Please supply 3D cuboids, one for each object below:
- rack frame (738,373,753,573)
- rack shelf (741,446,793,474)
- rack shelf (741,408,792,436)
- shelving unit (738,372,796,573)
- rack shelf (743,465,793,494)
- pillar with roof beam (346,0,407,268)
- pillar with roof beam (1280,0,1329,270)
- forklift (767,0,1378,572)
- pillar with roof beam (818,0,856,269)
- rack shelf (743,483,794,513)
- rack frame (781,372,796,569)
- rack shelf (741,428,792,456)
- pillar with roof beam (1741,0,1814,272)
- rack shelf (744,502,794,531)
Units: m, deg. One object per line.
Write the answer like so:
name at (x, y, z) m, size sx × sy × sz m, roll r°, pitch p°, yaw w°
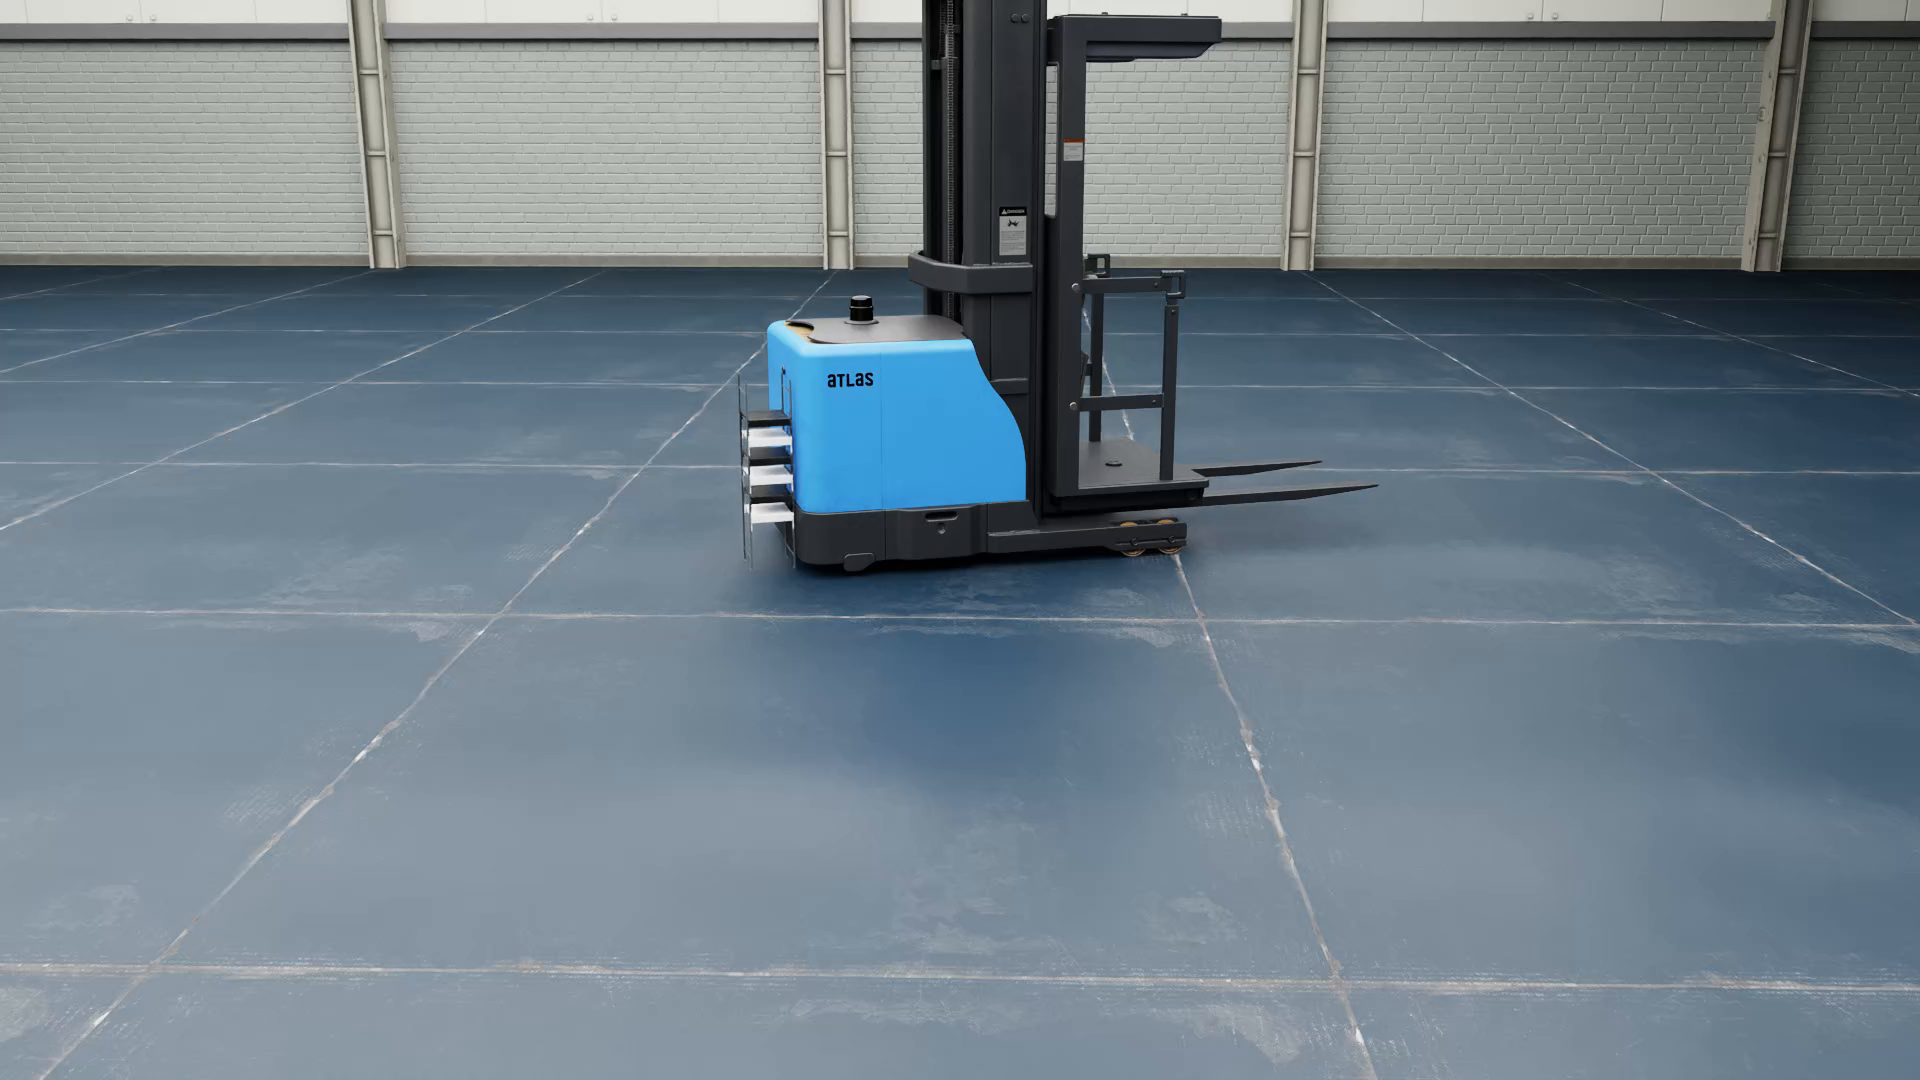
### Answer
rack frame at (-1.002, -0.312, 7.760) m, size 0.006 × 0.900 × 0.240 m, roll -4°, pitch 15°, yaw -15°
rack shelf at (-0.904, -0.374, 7.772) m, size 0.200 × 0.077 × 0.258 m, roll -4°, pitch 15°, yaw -15°
rack shelf at (-0.904, -0.548, 7.726) m, size 0.200 × 0.077 × 0.258 m, roll -4°, pitch 15°, yaw -15°
shelving unit at (-0.904, -0.319, 7.787) m, size 0.210 × 0.900 × 0.258 m, roll -4°, pitch 15°, yaw -15°
rack shelf at (-0.904, -0.287, 7.795) m, size 0.200 × 0.077 × 0.258 m, roll -4°, pitch 15°, yaw -15°
pillar with roof beam at (-7.695, -6.879, 16.772) m, size 0.400 × 9.000 × 9.100 m, roll 0°, pitch 15°, yaw 1°
pillar with roof beam at (4.302, -6.800, 16.475) m, size 0.400 × 9.000 × 9.100 m, roll 0°, pitch 15°, yaw 1°
forklift at (0.605, -1.461, 8.132) m, size 3.031 × 2.935 × 1.130 m, roll -4°, pitch 15°, yaw -15°
pillar with roof beam at (-1.697, -6.839, 16.623) m, size 0.400 × 9.000 × 9.100 m, roll 0°, pitch 15°, yaw 1°
rack shelf at (-0.904, -0.200, 7.818) m, size 0.200 × 0.077 × 0.258 m, roll -4°, pitch 15°, yaw -15°
rack frame at (-0.807, -0.327, 7.814) m, size 0.006 × 0.900 × 0.240 m, roll -4°, pitch 15°, yaw -15°
rack shelf at (-0.904, -0.461, 7.749) m, size 0.200 × 0.077 × 0.258 m, roll -4°, pitch 15°, yaw -15°
pillar with roof beam at (10.300, -6.761, 16.327) m, size 0.400 × 9.000 × 9.100 m, roll 0°, pitch 15°, yaw 1°
rack shelf at (-0.904, -0.113, 7.841) m, size 0.200 × 0.077 × 0.258 m, roll -4°, pitch 15°, yaw -15°
